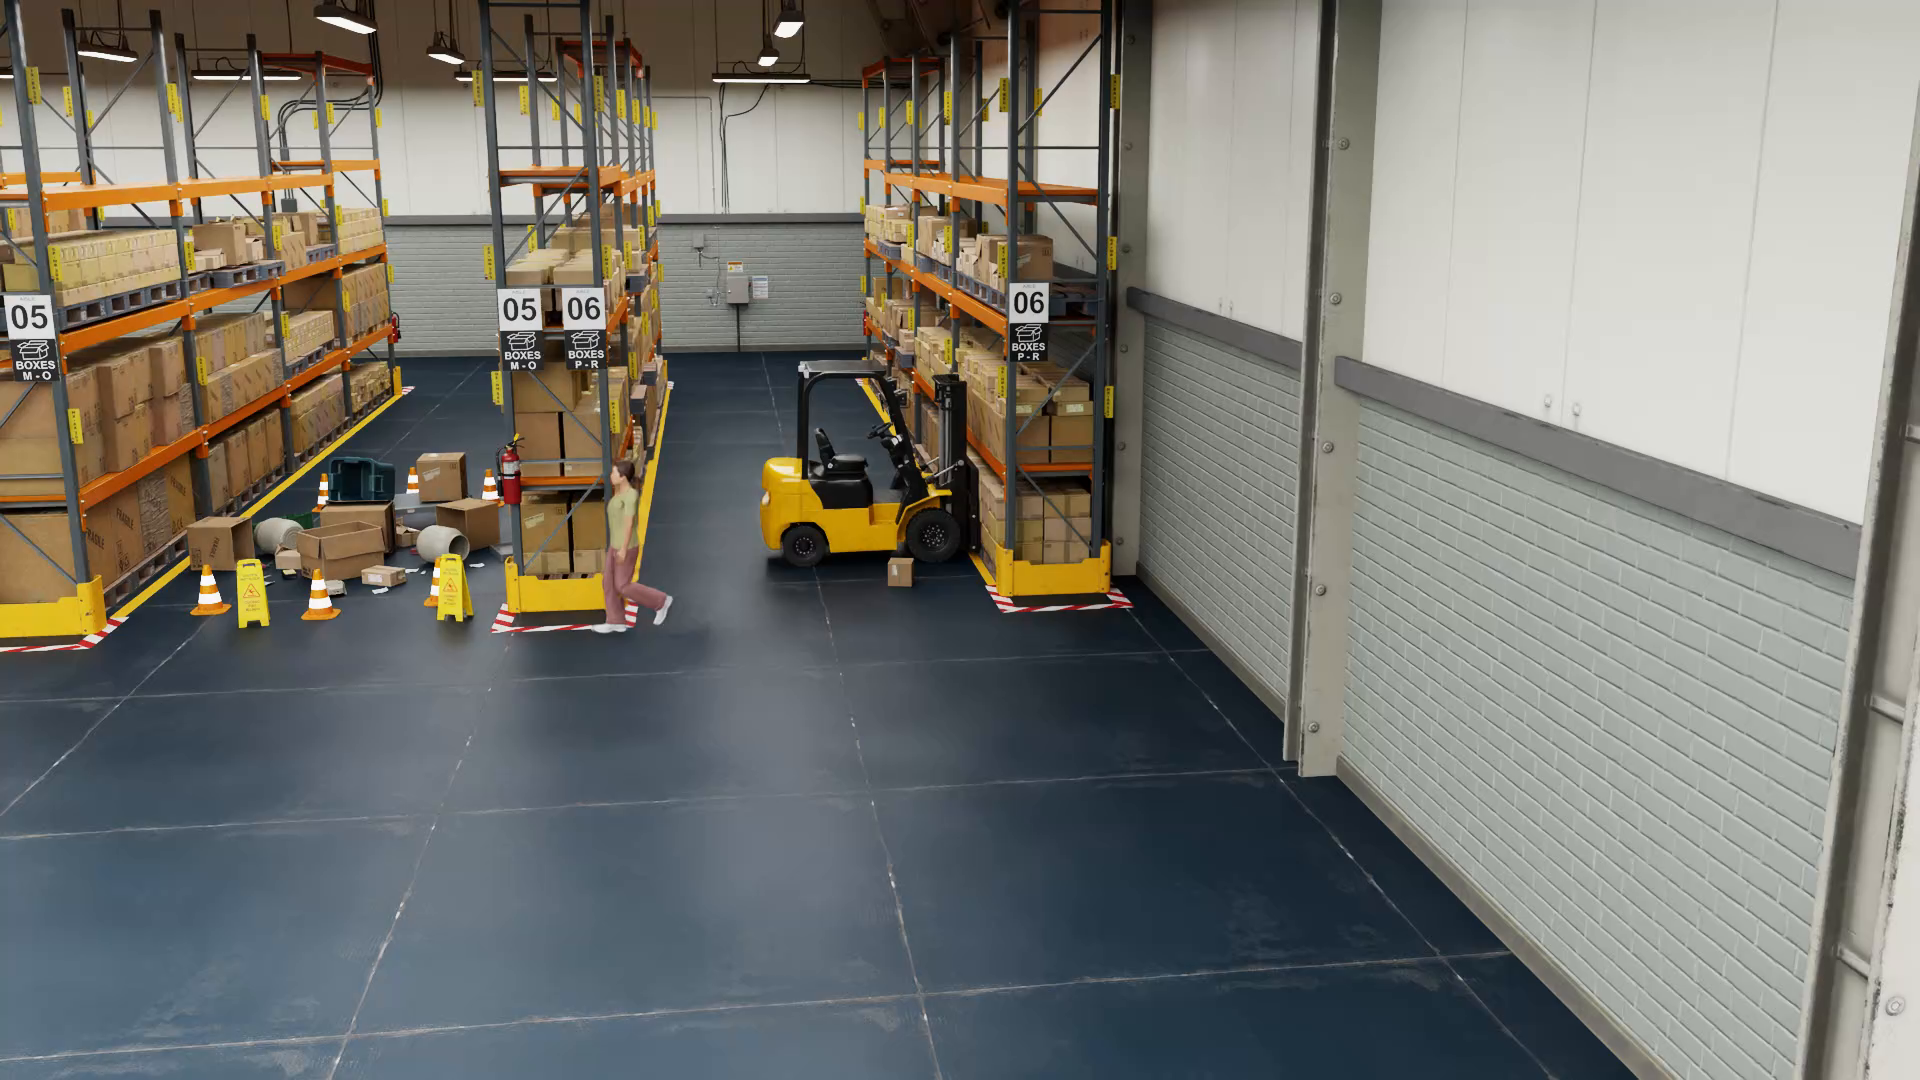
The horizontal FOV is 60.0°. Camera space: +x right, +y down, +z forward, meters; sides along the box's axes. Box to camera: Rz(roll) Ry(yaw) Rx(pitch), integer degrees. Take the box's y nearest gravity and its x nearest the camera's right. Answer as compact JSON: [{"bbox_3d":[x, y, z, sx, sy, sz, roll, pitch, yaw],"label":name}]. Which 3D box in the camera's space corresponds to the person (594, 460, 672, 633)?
[{"bbox_3d":[-3.114,0.061,15.658,0.723,1.646,0.450,-6,14,-24],"label":"person"}]
